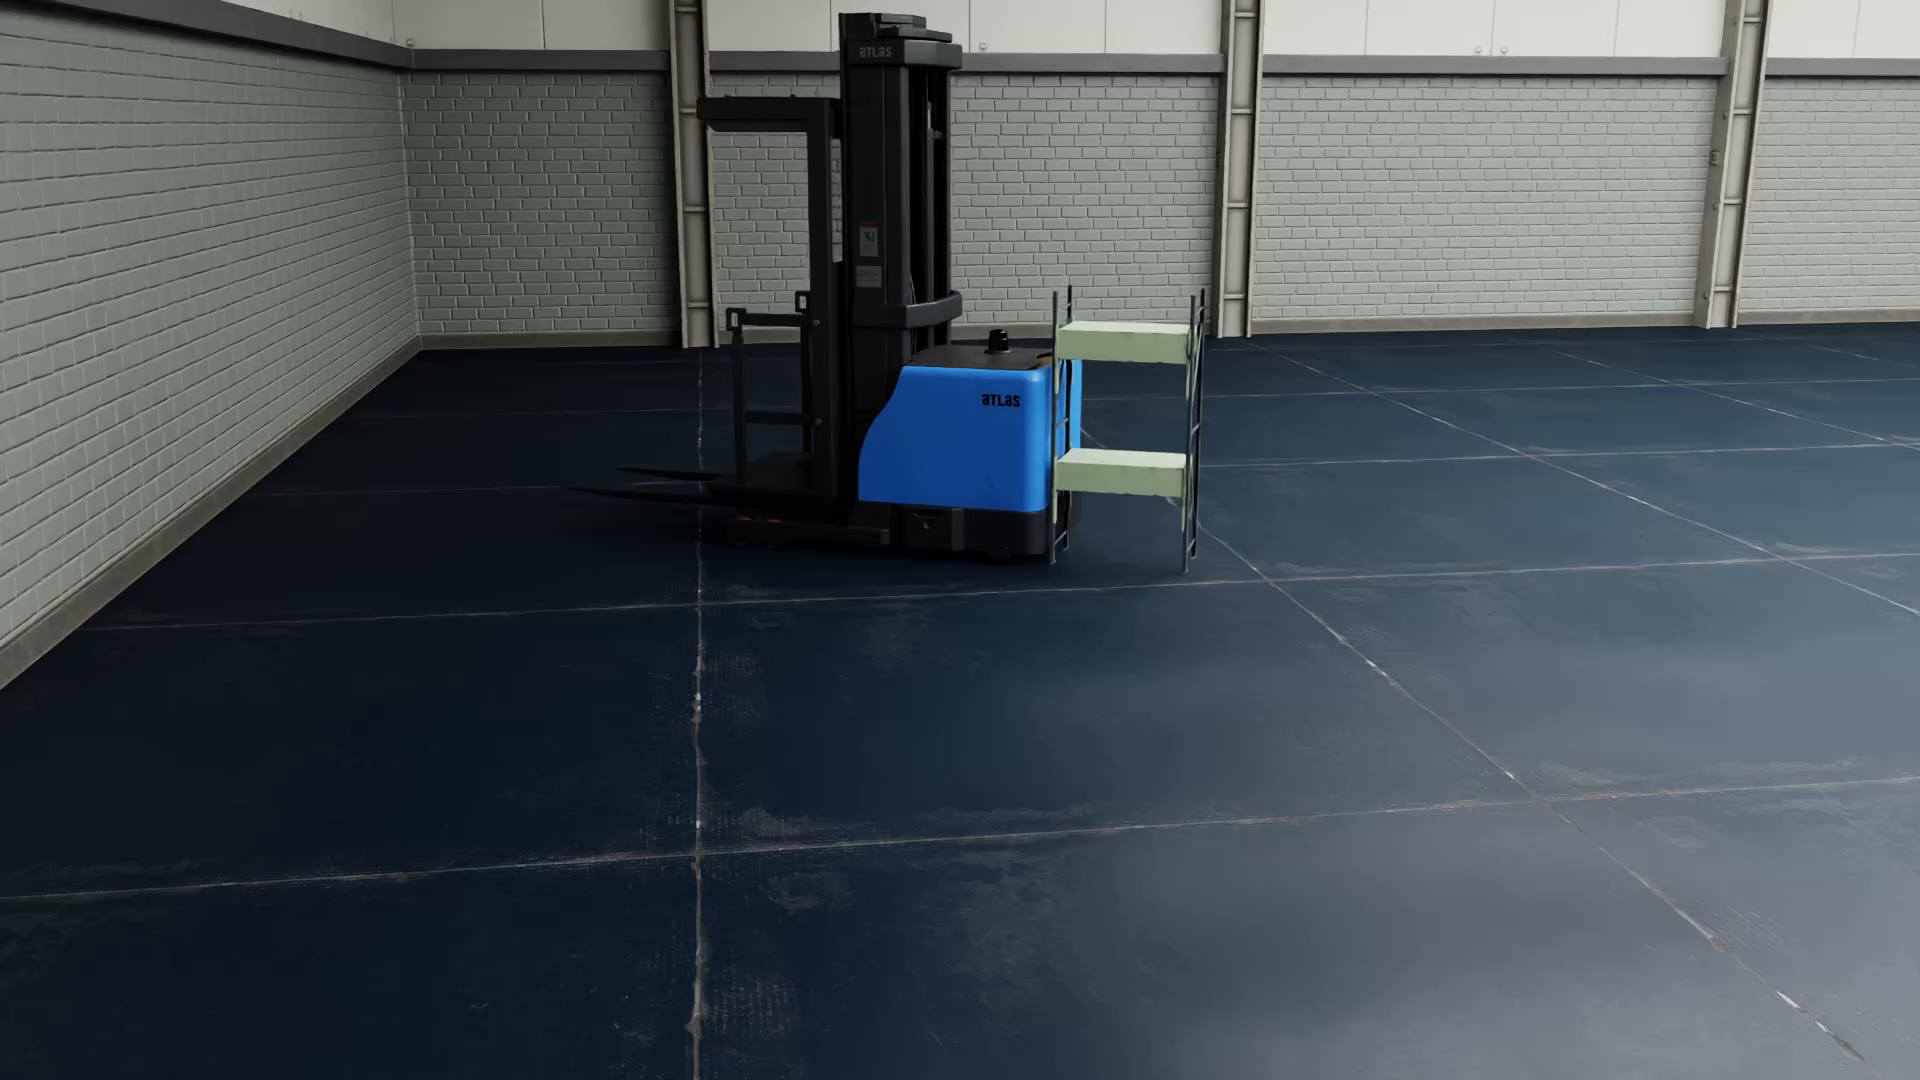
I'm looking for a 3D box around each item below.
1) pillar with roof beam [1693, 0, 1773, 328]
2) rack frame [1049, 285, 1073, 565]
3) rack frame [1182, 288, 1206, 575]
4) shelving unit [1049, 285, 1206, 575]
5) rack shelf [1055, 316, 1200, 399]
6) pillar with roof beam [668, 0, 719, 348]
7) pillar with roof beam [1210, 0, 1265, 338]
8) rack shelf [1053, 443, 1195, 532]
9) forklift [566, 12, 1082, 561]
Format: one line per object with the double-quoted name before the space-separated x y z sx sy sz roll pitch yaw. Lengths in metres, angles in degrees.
"pillar with roof beam" 9.672 -5.887 14.698 0.400 9.000 9.100 -2 14 -8
"rack frame" 0.558 -0.635 9.172 0.023 1.500 0.400 4 15 15
"rack frame" 1.262 -0.587 8.979 0.023 1.500 0.400 4 15 15
"shelving unit" 0.910 -0.611 9.076 0.755 1.500 0.431 4 15 15
"rack shelf" 0.910 -0.990 8.981 0.720 0.370 0.431 4 15 15
"pillar with roof beam" -2.194 -5.453 12.964 0.400 9.000 9.100 -2 14 -8
"pillar with roof beam" 3.739 -5.670 13.831 0.400 9.000 9.100 -2 14 -8
"rack shelf" 0.910 -0.295 9.155 0.720 0.370 0.431 4 15 15
"forklift" -0.848 -1.493 9.649 3.031 2.935 1.130 4 15 17
